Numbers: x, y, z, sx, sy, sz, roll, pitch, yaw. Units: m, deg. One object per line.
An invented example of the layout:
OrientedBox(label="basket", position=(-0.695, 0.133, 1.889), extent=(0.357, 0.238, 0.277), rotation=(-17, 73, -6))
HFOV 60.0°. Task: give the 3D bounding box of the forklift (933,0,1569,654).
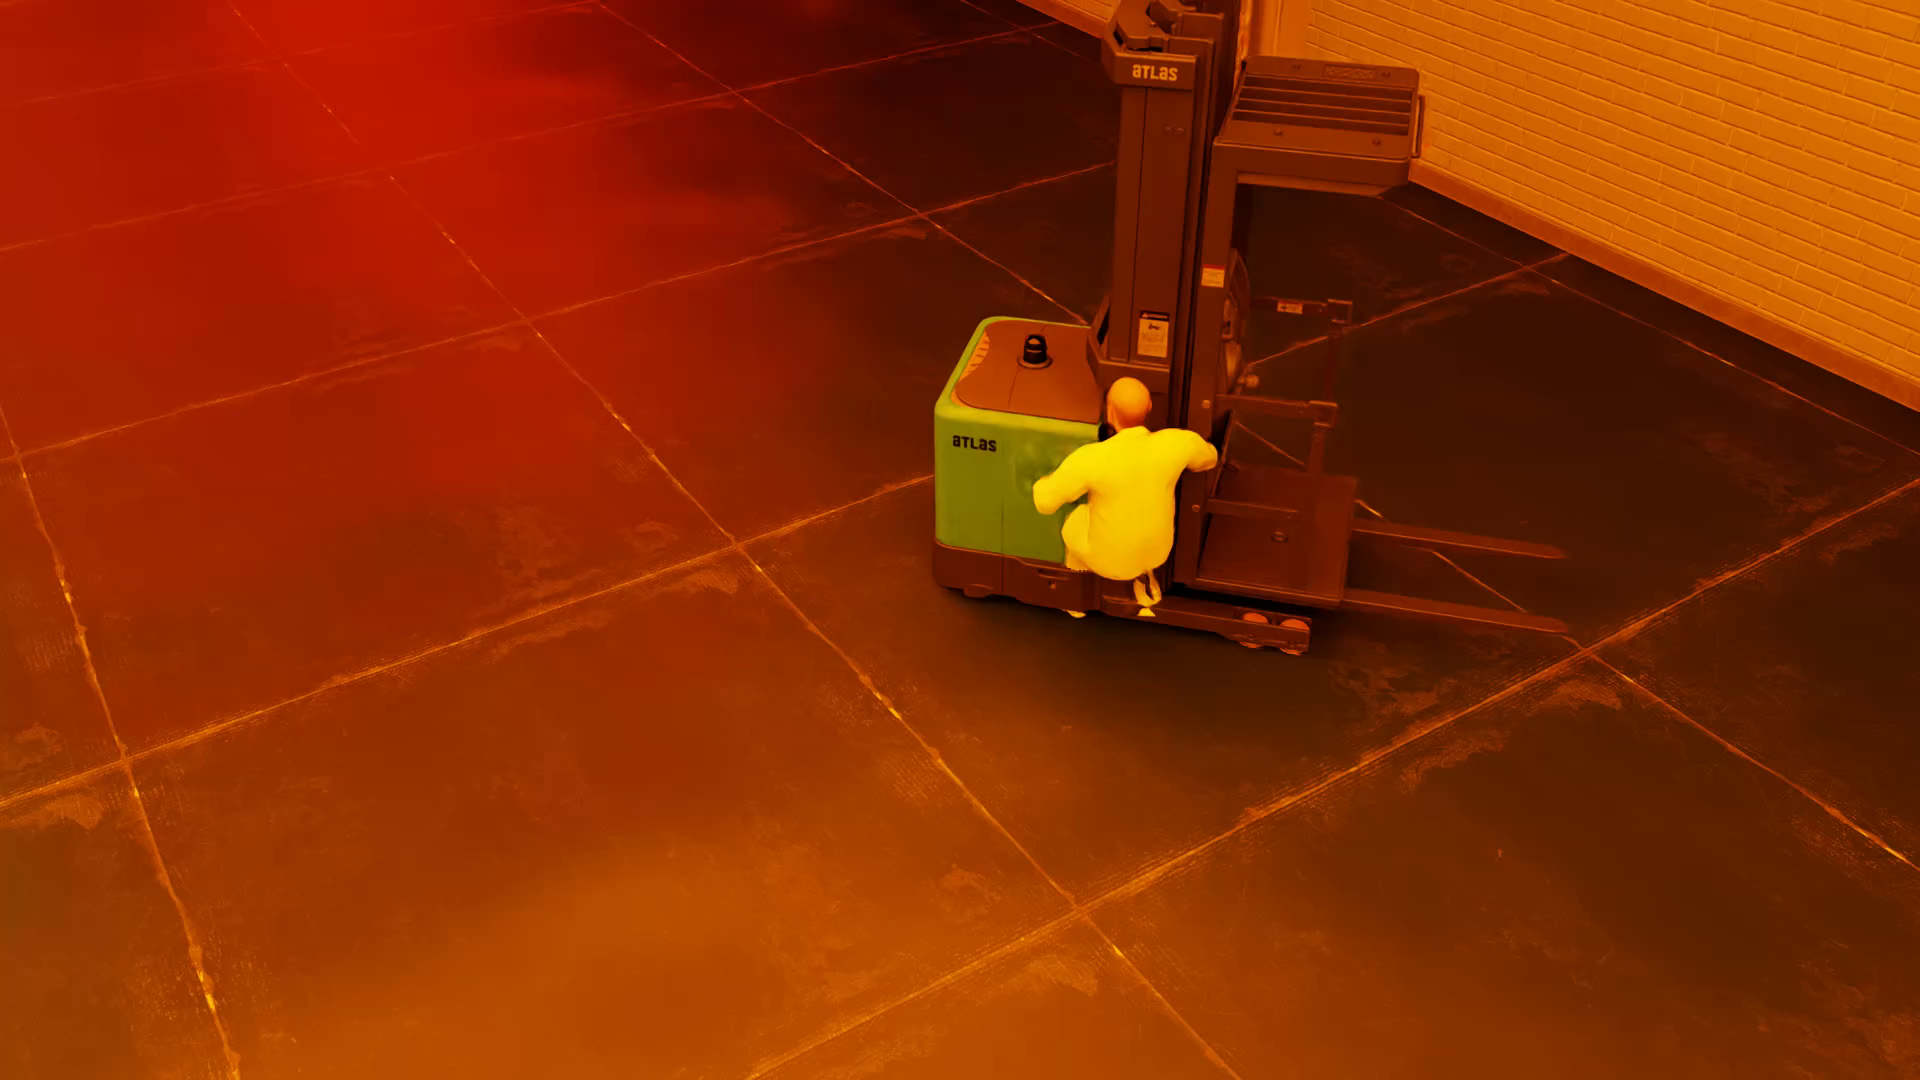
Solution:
OrientedBox(label="forklift", position=(1.440, -0.994, 7.563), extent=(3.031, 2.935, 1.130), rotation=(9, 36, 12))

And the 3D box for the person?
OrientedBox(label="person", position=(0.650, -0.178, 7.654), extent=(0.869, 1.537, 0.908), rotation=(-14, 38, -19))
